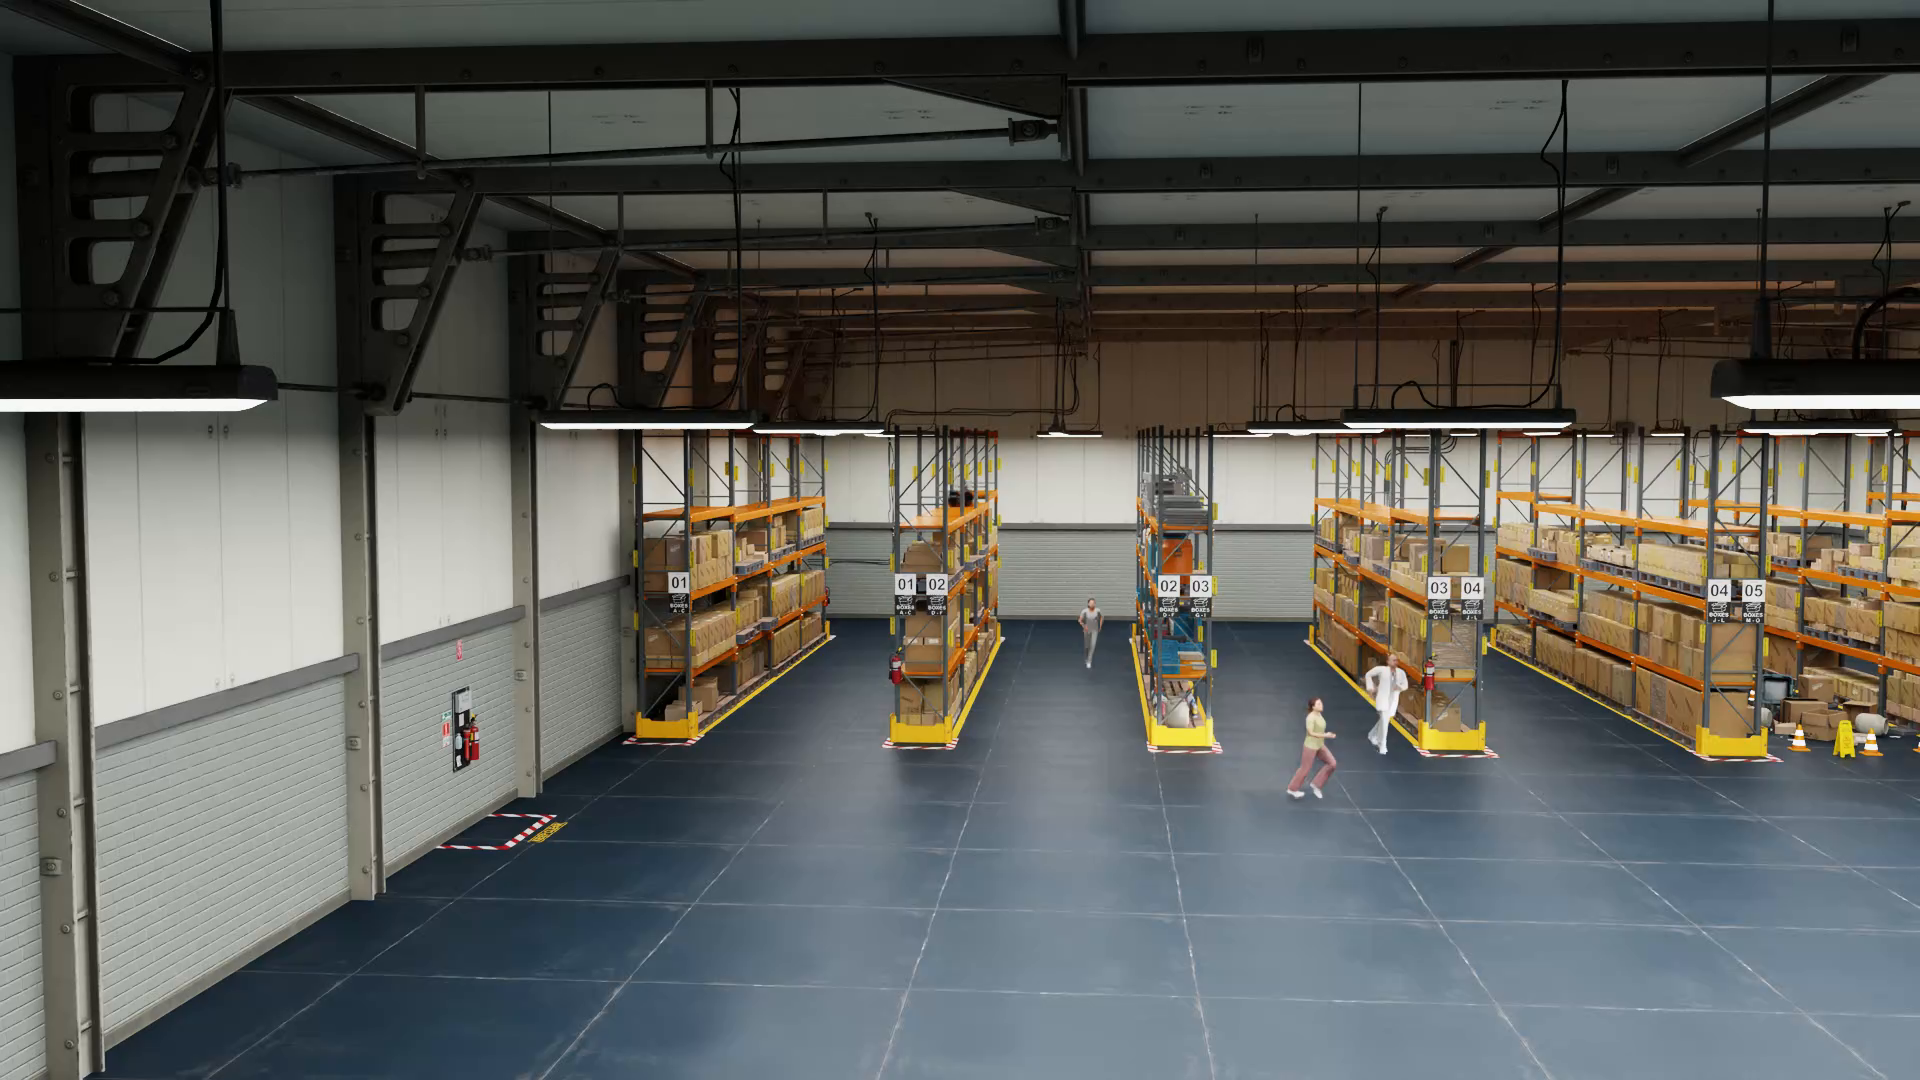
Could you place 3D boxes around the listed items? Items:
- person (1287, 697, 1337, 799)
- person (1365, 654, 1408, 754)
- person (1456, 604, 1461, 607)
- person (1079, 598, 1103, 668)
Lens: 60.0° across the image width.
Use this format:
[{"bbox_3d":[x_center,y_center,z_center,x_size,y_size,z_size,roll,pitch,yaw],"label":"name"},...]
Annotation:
[{"bbox_3d":[5.619,3.293,26.421,0.817,1.636,0.585,3,4,40],"label":"person"},{"bbox_3d":[7.884,3.026,30.757,0.710,1.852,0.866,-1,4,-15],"label":"person"},{"bbox_3d":[14.311,2.096,47.379,0.721,1.559,0.544,-1,4,-12],"label":"person"},{"bbox_3d":[3.164,2.221,40.131,0.589,1.643,0.806,0,3,-2],"label":"person"}]
